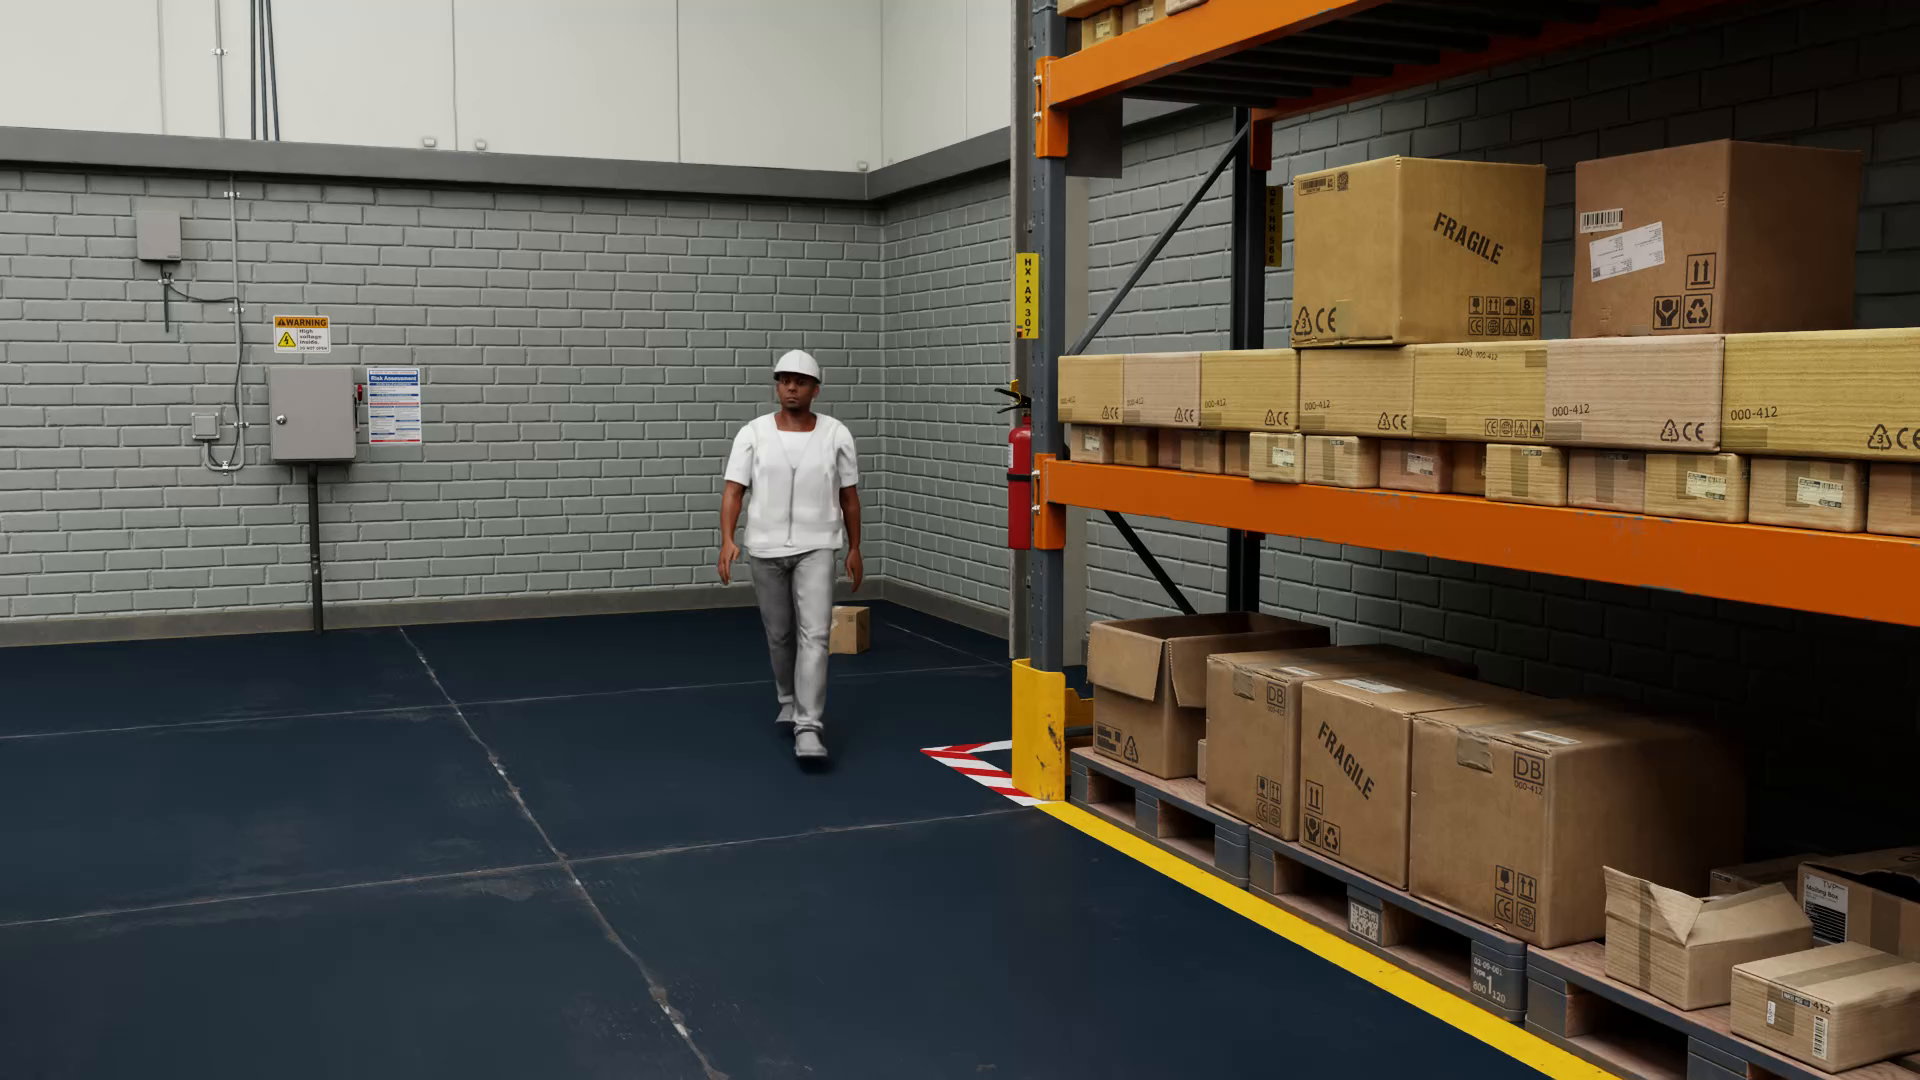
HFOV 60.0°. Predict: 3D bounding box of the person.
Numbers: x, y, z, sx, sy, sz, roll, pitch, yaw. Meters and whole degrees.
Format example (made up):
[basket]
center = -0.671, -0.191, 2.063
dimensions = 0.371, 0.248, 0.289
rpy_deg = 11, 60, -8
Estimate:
[person]
center = -0.735, 0.038, 7.205
dimensions = 0.606, 1.713, 1.021
rpy_deg = 0, 5, 0
